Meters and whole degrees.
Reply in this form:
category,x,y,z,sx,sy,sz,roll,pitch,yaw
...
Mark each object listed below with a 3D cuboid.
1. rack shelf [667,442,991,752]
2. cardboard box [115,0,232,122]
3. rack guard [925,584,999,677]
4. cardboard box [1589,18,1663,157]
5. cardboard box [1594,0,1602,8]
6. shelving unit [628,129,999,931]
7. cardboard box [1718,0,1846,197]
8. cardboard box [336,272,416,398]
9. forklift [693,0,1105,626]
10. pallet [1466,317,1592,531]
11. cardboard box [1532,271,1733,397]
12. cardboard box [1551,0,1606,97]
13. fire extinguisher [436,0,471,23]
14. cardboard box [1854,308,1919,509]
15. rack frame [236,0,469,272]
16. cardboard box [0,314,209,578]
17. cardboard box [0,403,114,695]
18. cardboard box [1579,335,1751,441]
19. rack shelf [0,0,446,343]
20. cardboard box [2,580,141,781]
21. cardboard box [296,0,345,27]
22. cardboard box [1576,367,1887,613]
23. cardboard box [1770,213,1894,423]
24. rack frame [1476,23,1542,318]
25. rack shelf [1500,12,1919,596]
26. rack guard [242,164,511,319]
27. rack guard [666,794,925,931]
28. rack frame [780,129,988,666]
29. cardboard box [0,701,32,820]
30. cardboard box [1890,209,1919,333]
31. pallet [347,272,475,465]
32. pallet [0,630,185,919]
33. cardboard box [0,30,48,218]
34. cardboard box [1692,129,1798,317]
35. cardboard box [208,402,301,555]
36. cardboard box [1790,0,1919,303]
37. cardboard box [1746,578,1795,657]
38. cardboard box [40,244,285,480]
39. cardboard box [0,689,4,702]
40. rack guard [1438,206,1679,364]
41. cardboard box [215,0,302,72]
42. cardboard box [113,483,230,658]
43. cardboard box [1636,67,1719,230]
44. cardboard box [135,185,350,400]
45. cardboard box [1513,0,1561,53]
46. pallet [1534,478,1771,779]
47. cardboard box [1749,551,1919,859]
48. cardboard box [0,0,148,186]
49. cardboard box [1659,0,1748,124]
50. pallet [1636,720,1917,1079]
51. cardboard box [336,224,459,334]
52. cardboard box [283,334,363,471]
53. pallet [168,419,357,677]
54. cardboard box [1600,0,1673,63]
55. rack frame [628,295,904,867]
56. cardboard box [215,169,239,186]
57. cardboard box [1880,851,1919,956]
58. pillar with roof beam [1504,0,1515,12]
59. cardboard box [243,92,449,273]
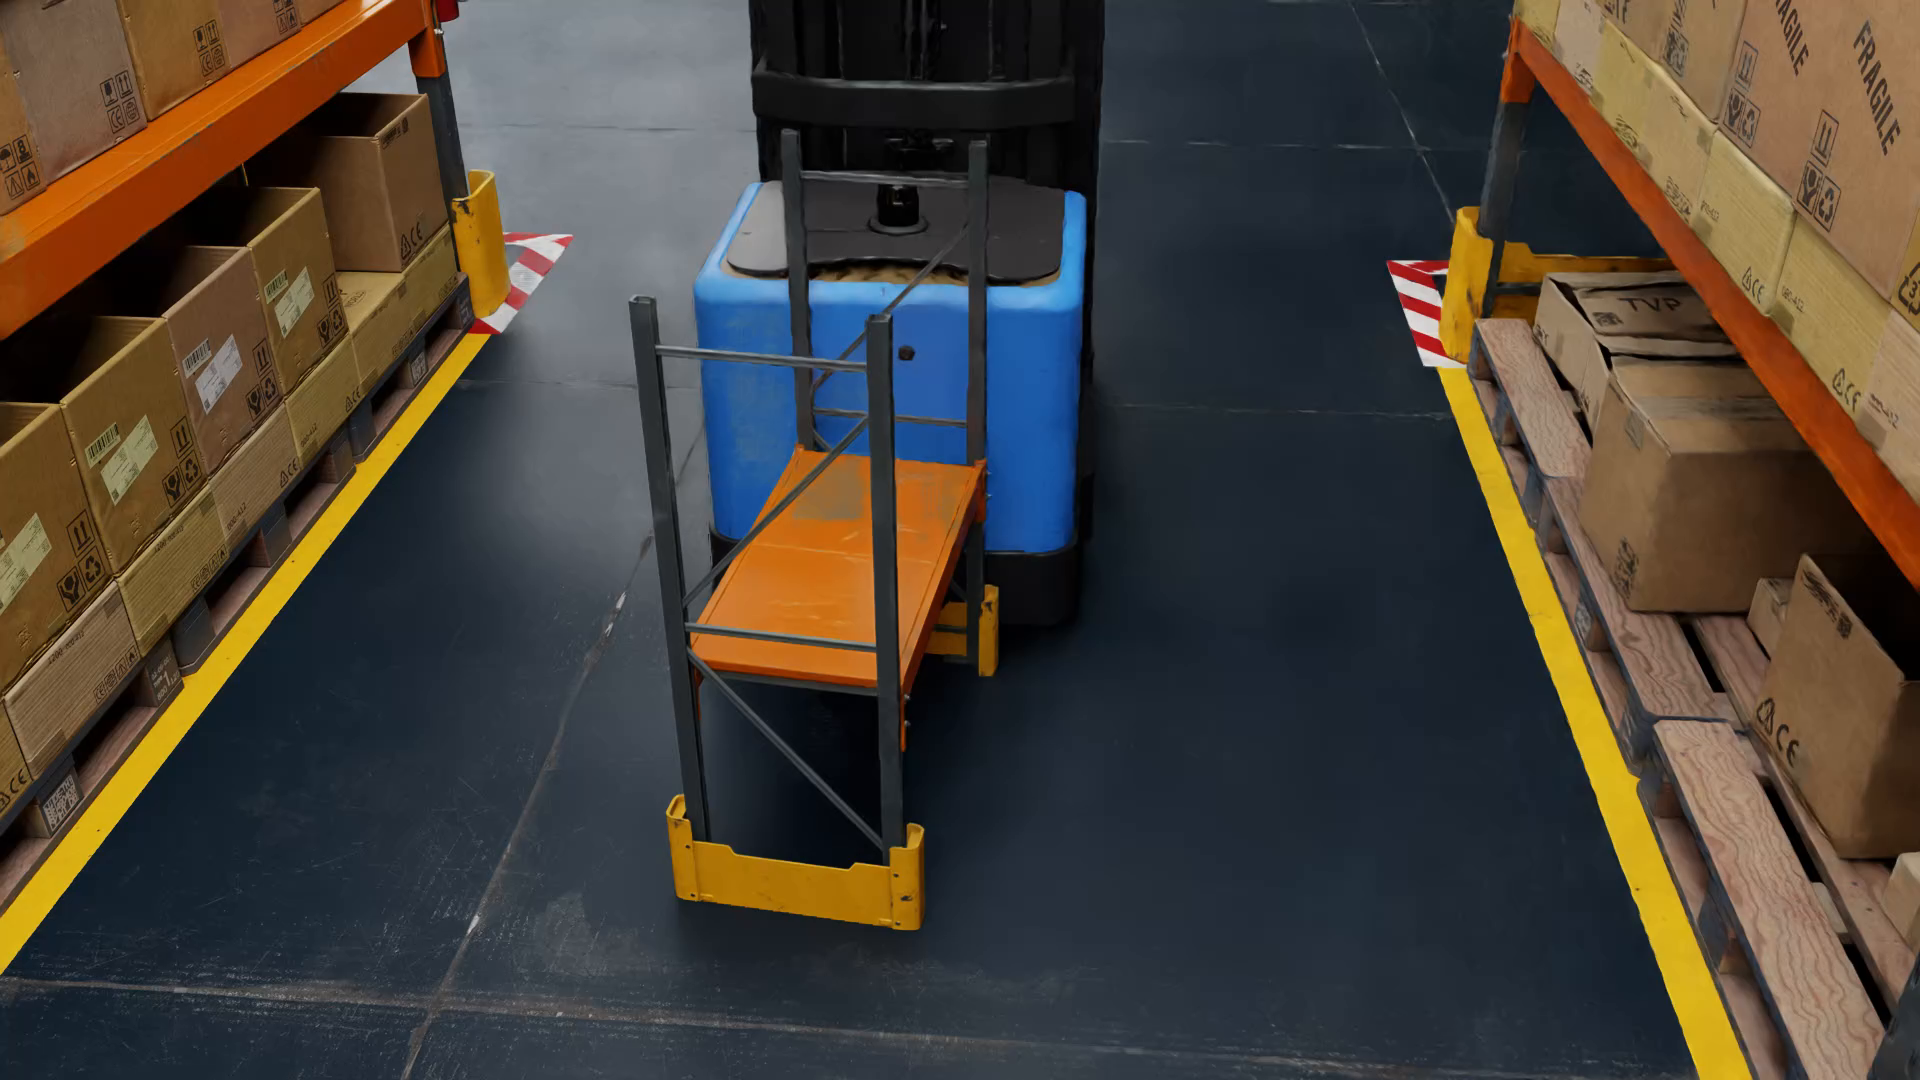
category,x,y,z,sx,sy,sz,roll,pitch,yaw
rack shelf,-0.278,0.099,4.002,0.538,0.185,1.000,6,32,9
cardboard box,-2.599,-1.532,4.781,0.700,0.500,0.500,3,32,4
rack guard,-0.185,0.226,4.645,0.587,0.250,0.087,6,32,9
cardboard box,2.042,-1.222,4.498,0.500,0.250,0.500,2,32,3
cardboard box,2.085,-1.827,4.764,0.500,0.500,0.500,3,32,4
shelving unit,-0.279,-0.049,3.900,0.587,1.500,1.083,6,32,9
cardboard box,1.964,-1.014,3.446,0.500,0.500,0.500,2,32,3
cardboard box,-2.242,-0.720,5.780,0.500,0.250,0.500,2,32,4
forklift,-0.081,-1.750,5.296,1.130,2.935,3.031,2,32,4
pallet,2.366,-0.407,5.710,1.003,0.211,1.213,2,32,4
cardboard box,2.327,-0.742,5.739,0.500,0.311,0.500,-1,32,-2
cardboard box,2.089,-1.488,4.930,0.500,0.250,0.500,2,32,2
fire extinguisher,-1.992,-2.276,6.158,0.296,0.674,0.183,2,32,4
cardboard box,1.884,-0.171,2.793,0.500,0.250,0.500,3,32,4
rack frame,-2.464,-2.267,6.070,1.000,3.000,0.127,2,32,4
cardboard box,-2.359,-0.255,4.311,0.500,0.500,0.500,2,32,4
cardboard box,-2.407,0.006,3.887,0.500,0.500,0.500,2,32,4
cardboard box,2.281,-0.444,5.255,0.500,0.311,0.500,5,32,8
rack shelf,-2.627,-0.915,4.562,1.077,0.370,4.000,2,32,4
cardboard box,-2.404,0.325,4.083,0.500,0.250,0.500,2,32,4
cardboard box,-2.515,-2.066,5.648,0.700,0.500,0.500,2,32,4
cardboard box,2.171,-0.143,4.586,0.700,0.500,0.500,1,32,1
cardboard box,1.933,-0.431,3.215,0.500,0.250,0.500,3,32,4
rack frame,2.473,-2.058,5.730,1.000,3.000,0.127,2,32,4
rack shelf,2.310,-0.705,4.221,1.077,0.370,4.000,2,32,4
rack guard,-2.462,-1.216,6.746,1.175,0.500,0.348,2,32,4
rack guard,-0.374,0.739,3.812,0.587,0.250,0.087,6,32,9
rack frame,-0.181,-0.316,4.333,0.500,1.500,0.032,6,32,9
cardboard box,-2.450,0.587,3.659,0.500,0.250,0.500,2,32,4
cardboard box,1.878,-0.490,2.596,0.500,0.500,0.500,2,32,4
pallet,-2.485,-0.678,6.150,1.003,0.211,1.213,2,32,4
pallet,-2.684,0.597,4.079,1.003,0.211,1.213,2,32,4
cardboard box,-2.679,-0.989,3.900,0.700,0.500,0.500,3,32,5
cardboard box,1.958,-0.695,3.643,0.500,0.250,0.500,2,32,4
cardboard box,-2.324,-0.197,4.932,0.500,0.250,0.500,2,32,4
cardboard box,1.913,-0.751,3.019,0.500,0.500,0.500,2,32,4
cardboard box,2.298,0.225,4.324,0.380,0.149,0.250,0,32,0
cardboard box,-2.320,-0.517,4.735,0.500,0.500,0.500,2,32,4
cardboard box,-2.440,0.268,3.462,0.500,0.500,0.500,2,32,4
rack guard,2.467,-0.954,6.321,1.175,0.500,0.348,2,32,4
cardboard box,-2.553,-1.791,5.202,0.700,0.500,0.500,3,32,5
cardboard box,-2.358,0.064,4.507,0.500,0.250,0.500,2,32,4
cardboard box,1.998,-0.958,4.069,0.500,0.250,0.500,3,32,4
cardboard box,-2.278,-0.778,5.159,0.500,0.500,0.500,2,32,4
cardboard box,2.117,-1.761,5.372,0.500,0.250,0.500,2,32,3
pallet,2.264,0.229,4.677,1.003,0.211,1.213,2,32,4
cardboard box,2.192,0.367,3.759,0.500,0.500,0.500,0,32,0
cardboard box,-2.638,-1.257,4.335,0.700,0.500,0.500,3,32,5
cardboard box,2.006,-1.286,3.887,0.500,0.500,0.500,3,32,6
pallet,2.167,0.869,3.639,1.003,0.211,1.213,2,32,4
cardboard box,-2.214,-0.982,6.205,0.500,0.250,0.500,2,32,4
cardboard box,-2.281,-0.459,5.356,0.500,0.250,0.500,2,32,4
pallet,-2.587,-0.042,5.117,1.003,0.211,1.213,2,32,4
cardboard box,2.036,-1.557,4.326,0.500,0.500,0.500,1,32,2
rack frame,-0.374,0.208,3.483,0.500,1.500,0.032,6,32,9
cardboard box,-2.769,-1.062,5.620,0.500,0.500,0.500,2,32,4
cardboard box,2.161,0.772,3.420,0.380,0.166,0.250,-2,32,-2
pillar with roof beam,-0.524,-7.530,8.891,9.100,9.000,0.400,2,32,4
cardboard box,-2.211,-1.301,6.009,0.500,0.500,0.500,2,32,4
